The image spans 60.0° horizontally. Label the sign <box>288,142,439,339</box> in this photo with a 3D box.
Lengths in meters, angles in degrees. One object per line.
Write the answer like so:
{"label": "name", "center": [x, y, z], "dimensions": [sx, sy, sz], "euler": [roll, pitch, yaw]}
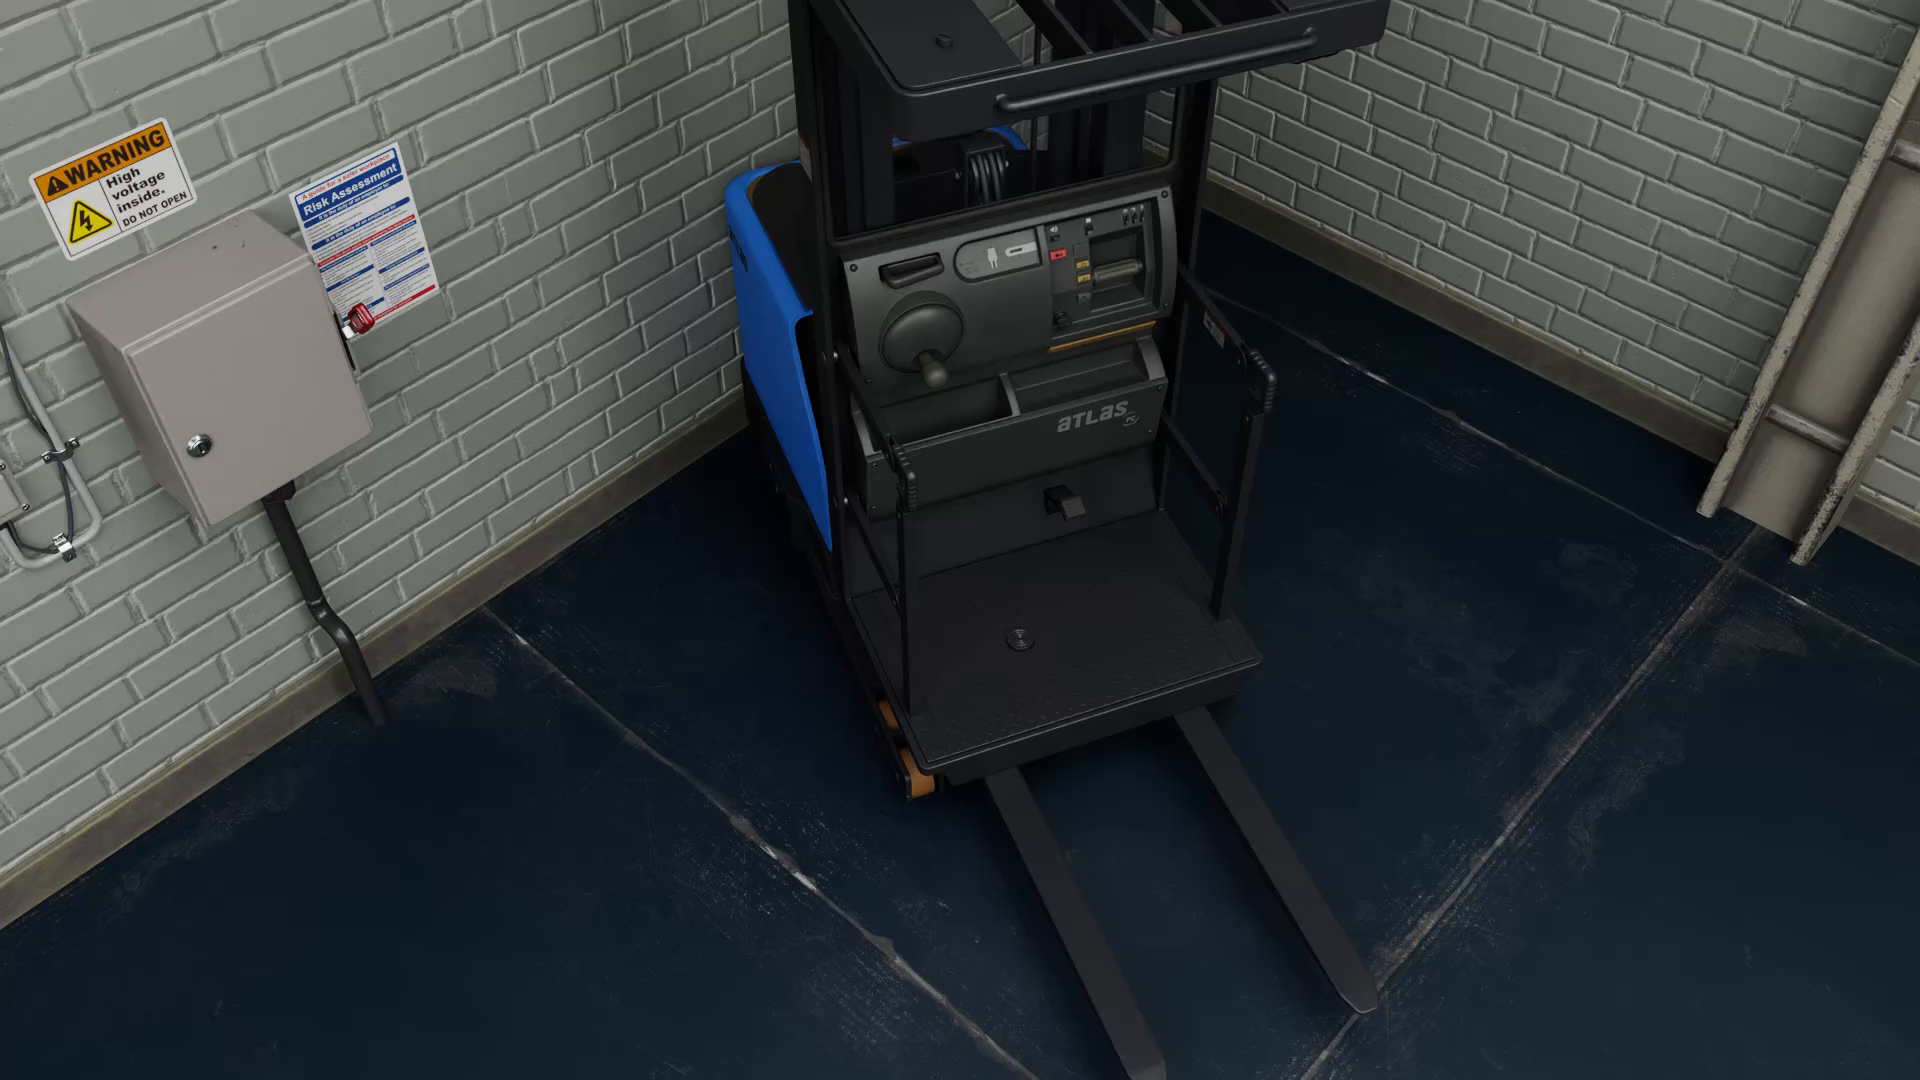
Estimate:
{"label": "sign", "center": [-1.605, -0.801, 4.510], "dimensions": [0.001, 0.494, 0.329], "euler": [34, 55, 28]}

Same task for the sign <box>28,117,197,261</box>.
{"label": "sign", "center": [-1.978, -0.822, 3.898], "dimensions": [0.001, 0.242, 0.339], "euler": [34, 55, 28]}

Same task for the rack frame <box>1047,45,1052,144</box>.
{"label": "rack frame", "center": [0.426, -1.133, 5.725], "dimensions": [0.032, 1.500, 0.500], "euler": [24, 48, 23]}

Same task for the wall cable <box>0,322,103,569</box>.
{"label": "wall cable", "center": [-2.366, -0.527, 3.490], "dimensions": [0.122, 1.984, 0.588], "euler": [34, 55, 28]}

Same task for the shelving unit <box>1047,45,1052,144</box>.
{"label": "shelving unit", "center": [-0.009, -1.326, 5.930], "dimensions": [1.083, 1.500, 0.587], "euler": [24, 48, 23]}

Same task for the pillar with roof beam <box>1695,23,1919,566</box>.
{"label": "pillar with roof beam", "center": [-0.086, -0.862, 0.387], "dimensions": [0.400, 9.000, 9.100], "euler": [34, 55, 28]}

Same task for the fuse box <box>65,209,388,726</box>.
{"label": "fuse box", "center": [-1.788, -0.026, 4.600], "dimensions": [0.414, 1.711, 0.539], "euler": [34, 55, 28]}

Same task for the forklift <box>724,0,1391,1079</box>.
{"label": "forklift", "center": [0.227, -0.580, 4.284], "dimensions": [1.130, 2.935, 3.031], "euler": [-16, 49, -14]}
